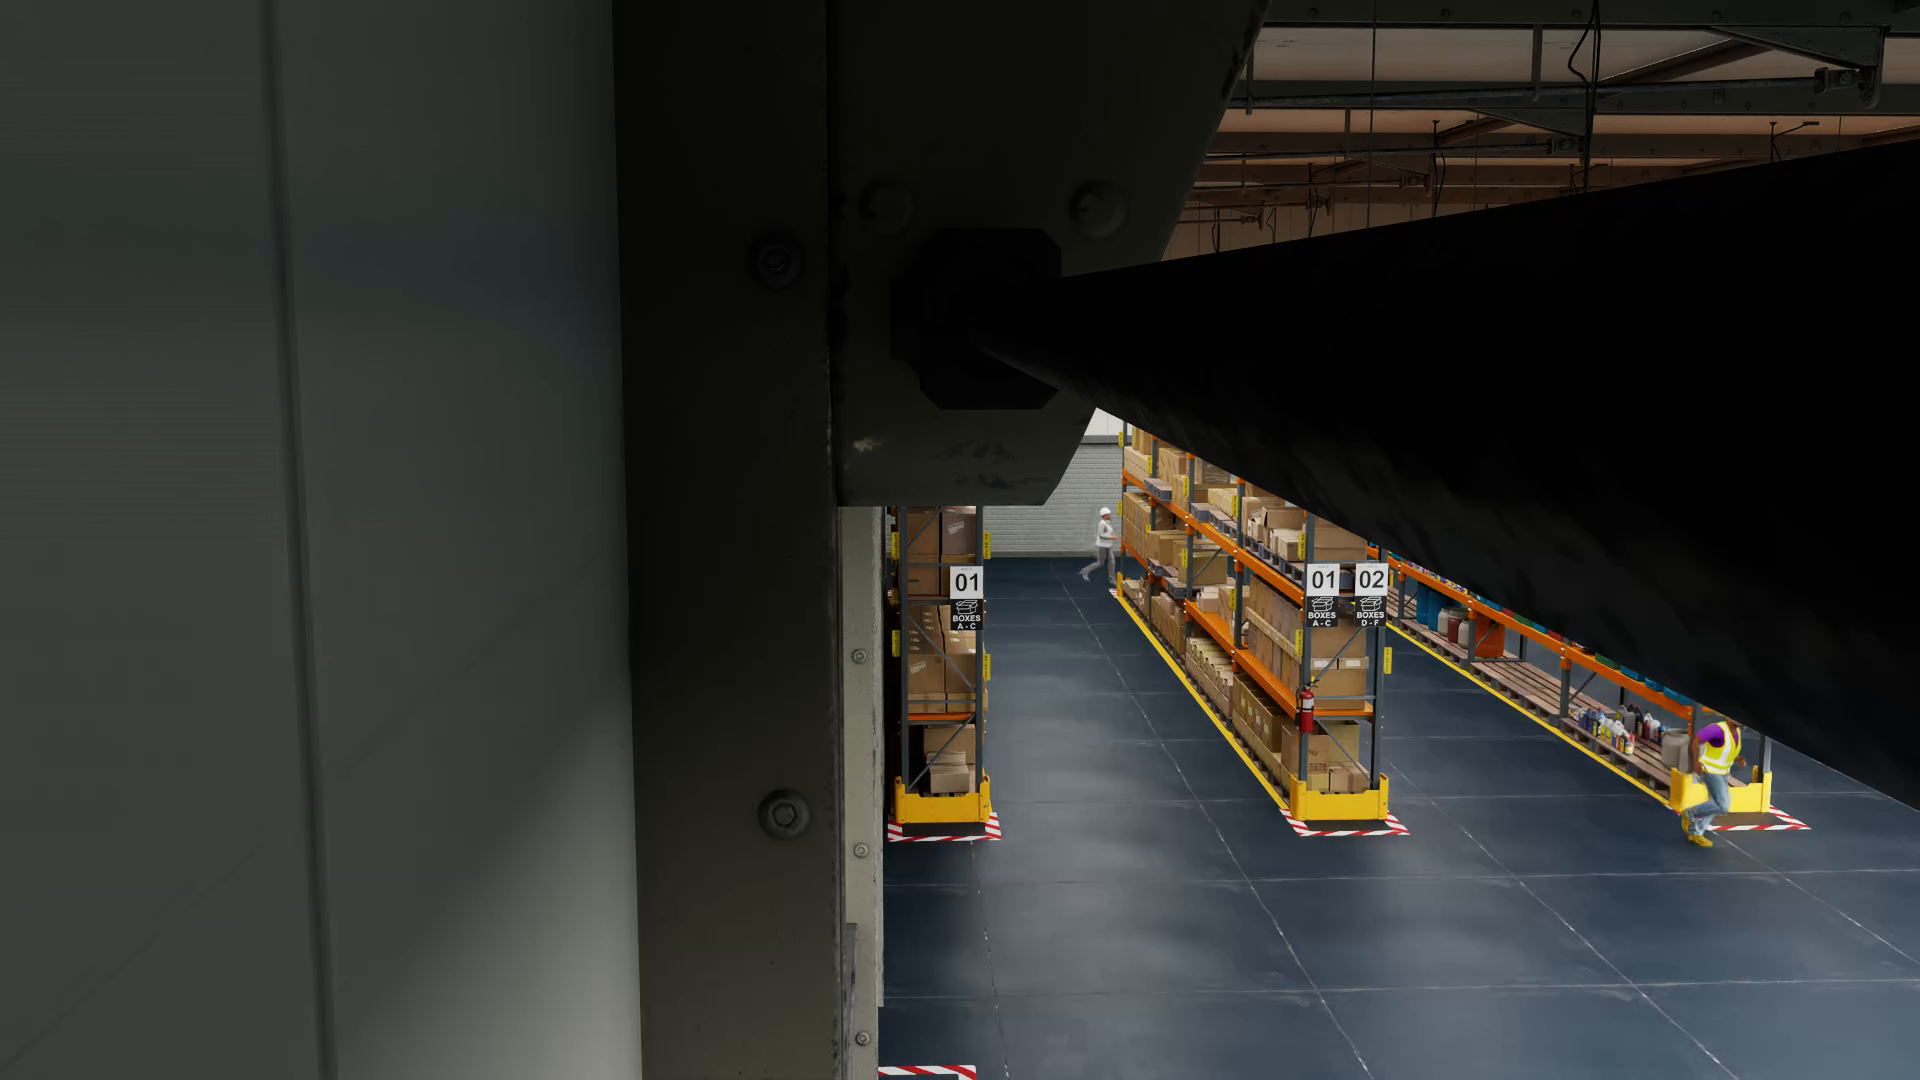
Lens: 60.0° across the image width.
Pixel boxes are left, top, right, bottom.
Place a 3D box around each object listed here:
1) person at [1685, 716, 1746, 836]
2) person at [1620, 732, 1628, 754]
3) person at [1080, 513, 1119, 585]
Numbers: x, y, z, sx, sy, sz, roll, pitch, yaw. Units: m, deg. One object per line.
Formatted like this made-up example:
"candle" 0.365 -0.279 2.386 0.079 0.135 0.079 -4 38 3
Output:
"person" 8.949 2.714 19.618 0.593 1.643 0.682 8 11 43
"person" 11.131 2.450 22.489 3.994 1.537 1.122 -1 8 -4
"person" 3.245 0.170 37.845 0.955 1.728 0.551 3 8 19
